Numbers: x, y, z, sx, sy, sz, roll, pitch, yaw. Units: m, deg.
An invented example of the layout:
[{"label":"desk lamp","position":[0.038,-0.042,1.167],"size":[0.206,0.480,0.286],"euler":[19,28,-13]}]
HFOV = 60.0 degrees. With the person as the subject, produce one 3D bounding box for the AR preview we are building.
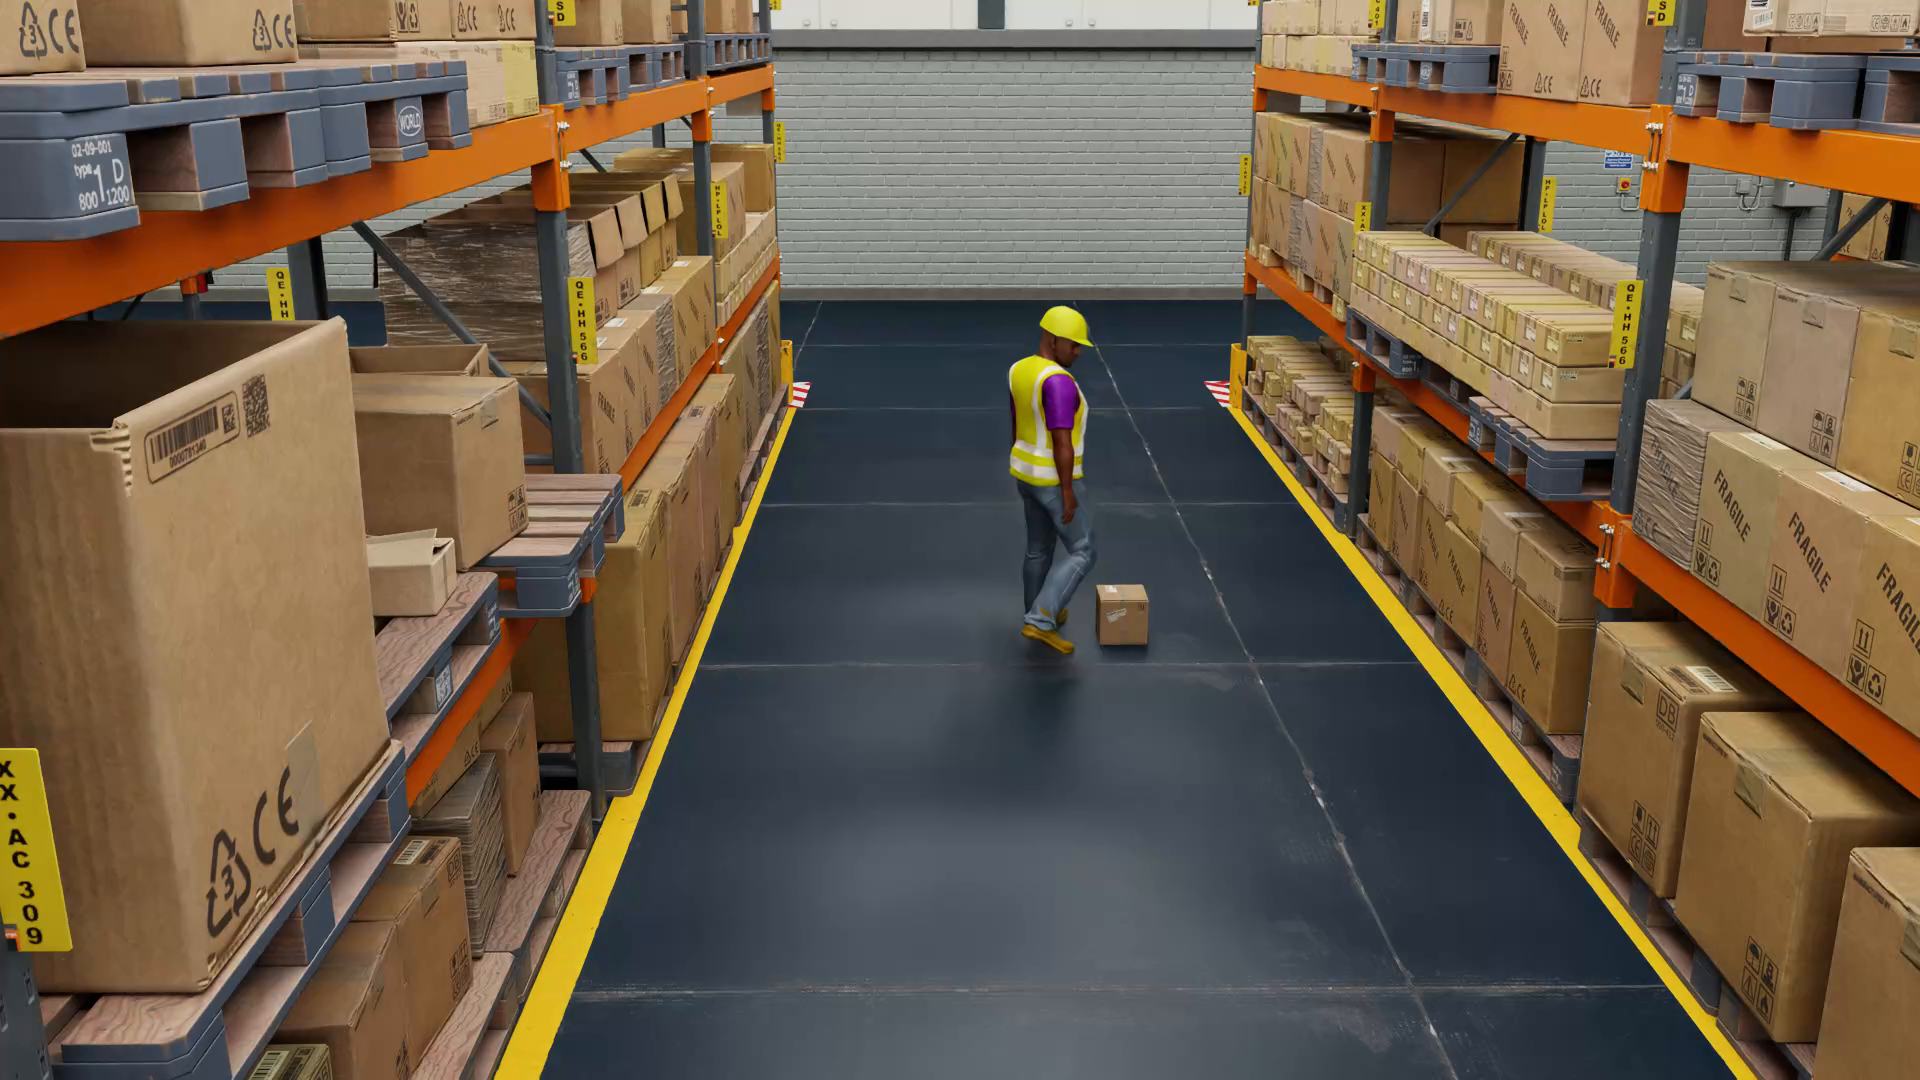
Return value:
[{"label":"person","position":[0.453,-0.316,8.518],"size":[0.544,1.765,0.661],"euler":[-9,19,-26]}]
